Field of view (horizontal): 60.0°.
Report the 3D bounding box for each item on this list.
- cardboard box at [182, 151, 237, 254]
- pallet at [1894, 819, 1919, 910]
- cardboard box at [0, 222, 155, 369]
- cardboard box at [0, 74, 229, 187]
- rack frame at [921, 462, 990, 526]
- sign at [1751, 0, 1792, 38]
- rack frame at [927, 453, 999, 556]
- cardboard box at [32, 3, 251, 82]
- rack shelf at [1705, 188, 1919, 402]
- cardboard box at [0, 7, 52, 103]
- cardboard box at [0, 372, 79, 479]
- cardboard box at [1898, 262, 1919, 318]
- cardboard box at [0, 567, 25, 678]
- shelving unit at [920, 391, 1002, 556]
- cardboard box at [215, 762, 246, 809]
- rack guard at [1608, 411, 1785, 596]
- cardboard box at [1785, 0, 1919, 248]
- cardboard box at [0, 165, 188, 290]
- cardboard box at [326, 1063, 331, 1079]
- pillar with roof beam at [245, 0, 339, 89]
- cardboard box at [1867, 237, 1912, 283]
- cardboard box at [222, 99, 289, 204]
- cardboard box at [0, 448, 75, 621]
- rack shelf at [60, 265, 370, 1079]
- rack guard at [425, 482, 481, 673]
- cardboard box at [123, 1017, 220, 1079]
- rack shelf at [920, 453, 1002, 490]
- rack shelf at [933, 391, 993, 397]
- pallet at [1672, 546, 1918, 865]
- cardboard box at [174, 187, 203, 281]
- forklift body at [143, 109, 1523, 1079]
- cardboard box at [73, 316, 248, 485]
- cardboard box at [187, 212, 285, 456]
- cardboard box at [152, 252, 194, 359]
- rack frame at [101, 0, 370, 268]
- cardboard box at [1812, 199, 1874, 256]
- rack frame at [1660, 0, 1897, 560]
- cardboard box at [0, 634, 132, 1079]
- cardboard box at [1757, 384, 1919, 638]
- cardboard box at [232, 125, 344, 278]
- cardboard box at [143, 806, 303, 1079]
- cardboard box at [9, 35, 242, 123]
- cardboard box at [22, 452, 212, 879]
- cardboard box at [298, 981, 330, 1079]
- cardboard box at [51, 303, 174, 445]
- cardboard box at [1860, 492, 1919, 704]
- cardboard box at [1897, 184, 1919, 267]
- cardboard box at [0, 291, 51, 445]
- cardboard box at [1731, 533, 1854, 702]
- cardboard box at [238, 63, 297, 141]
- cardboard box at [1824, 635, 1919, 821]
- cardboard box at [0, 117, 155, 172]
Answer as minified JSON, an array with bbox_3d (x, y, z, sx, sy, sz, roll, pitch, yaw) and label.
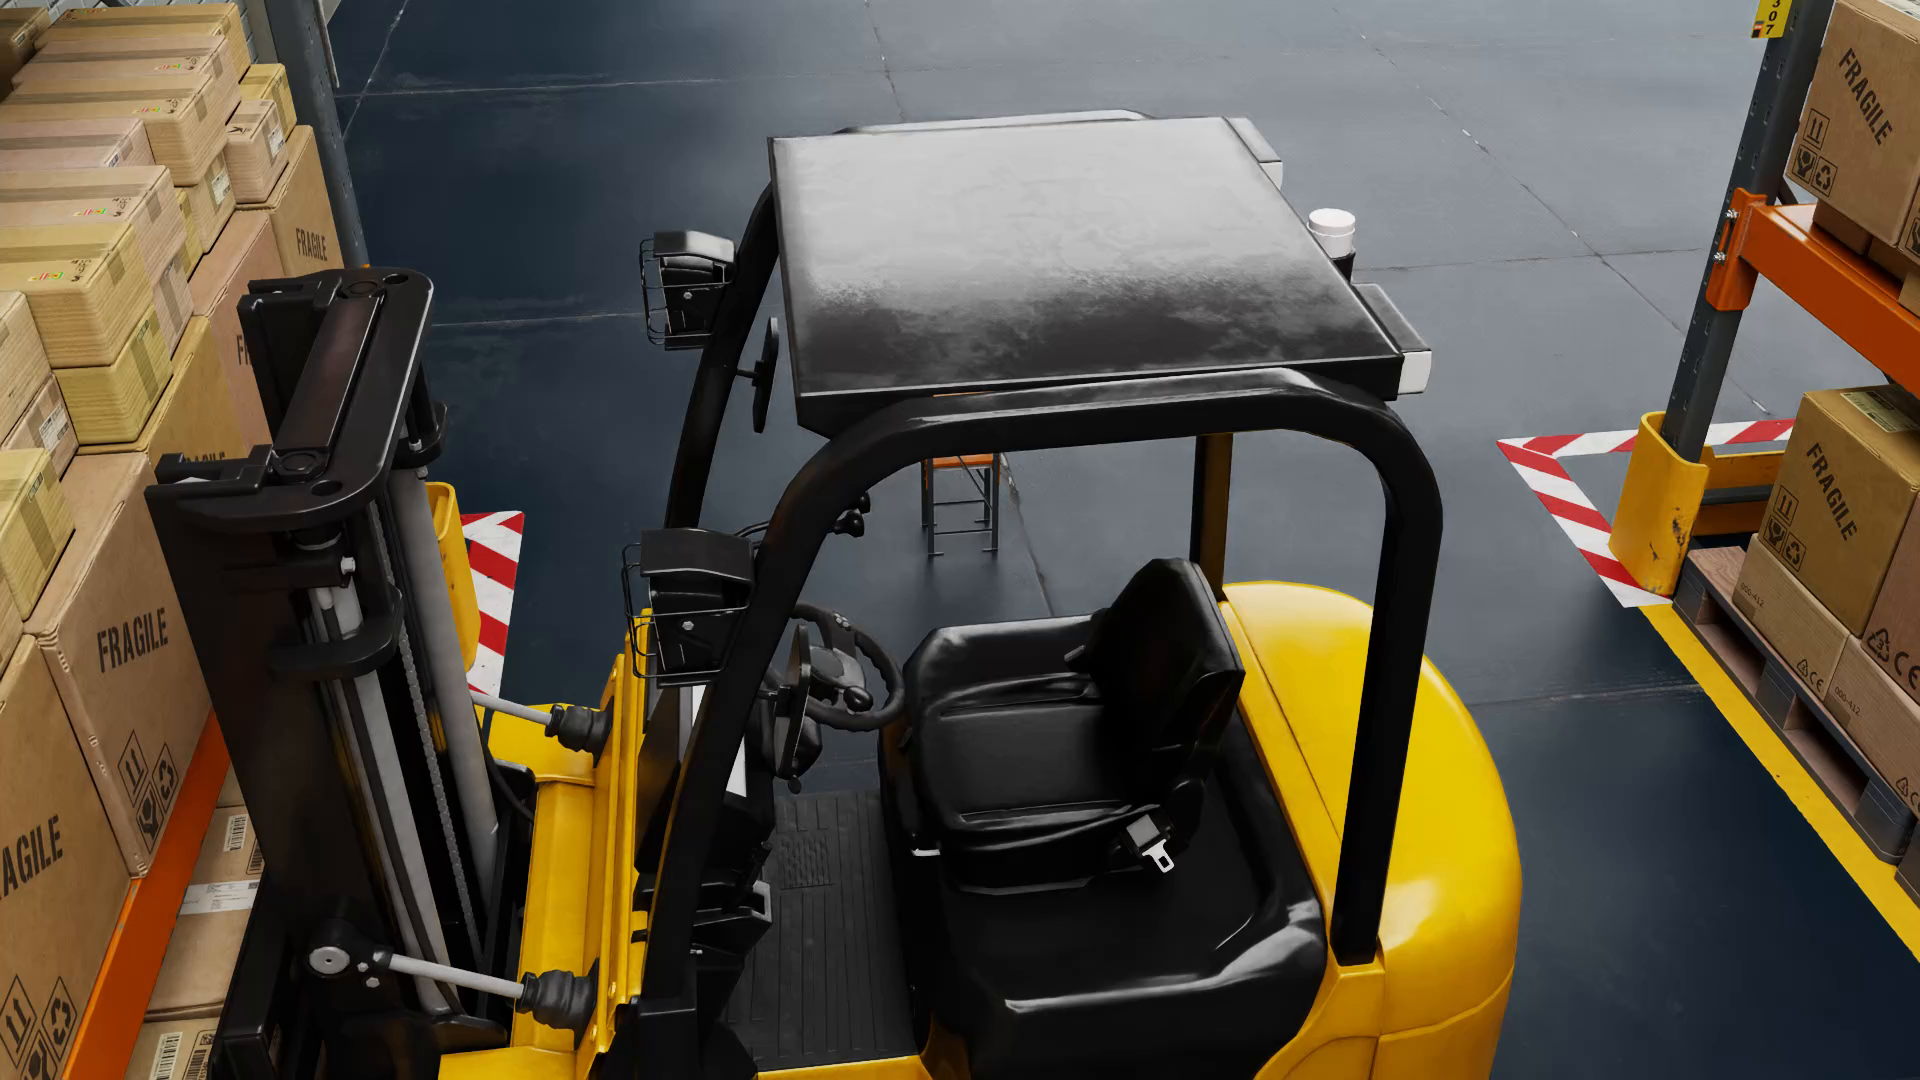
[{"bbox_3d":[-1.744,-0.703,3.454,0.380,0.149,0.250,-4,34,-5],"label":"cardboard box"},{"bbox_3d":[3.057,1.096,3.954,1.003,0.211,1.213,-4,35,-6],"label":"pallet"},{"bbox_3d":[-1.578,-0.400,2.744,0.380,0.149,0.250,-4,34,-5],"label":"cardboard box"},{"bbox_3d":[-1.723,-0.825,3.368,0.380,0.149,0.250,-4,34,-5],"label":"cardboard box"},{"bbox_3d":[-0.014,-0.555,5.499,0.240,1.200,0.006,-4,35,-6],"label":"rack frame"},{"bbox_3d":[2.274,-1.551,4.593,0.100,0.325,0.005,-4,35,-6],"label":"sign"},{"bbox_3d":[0.010,-0.453,5.349,0.240,1.200,0.006,-4,35,-6],"label":"rack frame"},{"bbox_3d":[-1.849,-1.104,3.778,0.380,0.149,0.250,-4,35,-6],"label":"cardboard box"},{"bbox_3d":[3.081,0.179,3.462,1.077,0.370,4.000,-4,35,-6],"label":"rack shelf"},{"bbox_3d":[-2.273,-1.085,3.749,0.380,0.149,0.250,-5,35,-7],"label":"cardboard box"},{"bbox_3d":[-1.641,-0.133,2.617,0.380,0.149,0.250,-5,35,-7],"label":"cardboard box"},{"bbox_3d":[2.656,-0.631,4.235,0.380,0.149,0.250,-5,35,-8],"label":"cardboard box"},{"bbox_3d":[-1.494,0.153,2.198,0.380,0.149,0.250,-5,35,-8],"label":"cardboard box"},{"bbox_3d":[-0.002,-0.504,5.424,0.258,1.200,0.189,-4,35,-6],"label":"shelving unit"},{"bbox_3d":[-1.583,0.492,3.545,0.500,0.250,0.500,-4,34,-6],"label":"cardboard box"},{"bbox_3d":[2.822,-0.159,5.539,1.175,0.500,0.348,-4,35,-6],"label":"rack guard"},{"bbox_3d":[2.601,-1.113,4.366,0.500,0.500,0.500,-5,35,-7],"label":"cardboard box"},{"bbox_3d":[-1.618,-0.544,2.955,0.380,0.149,0.250,-4,34,-5],"label":"cardboard box"},{"bbox_3d":[-1.522,1.191,3.407,0.500,0.250,0.500,-3,34,-5],"label":"cardboard box"},{"bbox_3d":[0.553,-6.552,7.374,9.100,9.000,0.400,-4,35,-6],"label":"pillar with roof beam"},{"bbox_3d":[2.701,-0.785,4.461,0.380,0.149,0.250,-4,34,-6],"label":"cardboard box"},{"bbox_3d":[-1.718,-0.853,3.673,0.380,0.149,0.250,-4,34,-6],"label":"cardboard box"},{"bbox_3d":[-1.539,0.005,2.415,0.380,0.149,0.250,-5,35,-7],"label":"cardboard box"},{"bbox_3d":[-1.837,0.557,2.907,1.077,0.370,4.000,-4,35,-6],"label":"rack shelf"},{"bbox_3d":[-2.109,0.164,5.066,1.175,0.500,0.348,-4,35,-6],"label":"rack guard"},{"bbox_3d":[-1.459,1.069,2.698,0.500,0.250,0.500,-3,34,-5],"label":"cardboard box"},{"bbox_3d":[-0.002,-0.269,5.584,0.258,0.103,0.180,-4,35,-6],"label":"rack shelf"},{"bbox_3d":[-0.002,-0.467,5.449,0.258,0.103,0.180,-4,35,-6],"label":"rack shelf"},{"bbox_3d":[2.896,0.417,4.951,1.003,0.211,1.213,-4,35,-6],"label":"pallet"},{"bbox_3d":[-1.722,-0.564,3.249,0.380,0.149,0.250,-5,35,-7],"label":"cardboard box"},{"bbox_3d":[-0.043,0.415,3.231,2.313,2.155,1.214,-4,35,-6],"label":"forklift body"},{"bbox_3d":[-1.650,-0.066,3.095,0.500,0.500,0.500,-5,35,-7],"label":"cardboard box"},{"bbox_3d":[-1.719,-0.352,3.515,0.500,0.500,0.500,-3,34,-5],"label":"cardboard box"},{"bbox_3d":[-1.639,-0.419,3.036,0.380,0.149,0.250,-5,35,-8],"label":"cardboard box"},{"bbox_3d":[-2.106,-0.856,4.342,1.000,3.000,0.127,-4,35,-6],"label":"rack frame"},{"bbox_3d":[2.653,-0.925,4.667,0.380,0.149,0.250,-4,35,-6],"label":"cardboard box"},{"bbox_3d":[2.812,-1.234,4.897,1.000,3.000,0.127,-4,35,-6],"label":"rack frame"},{"bbox_3d":[-1.525,0.496,2.270,0.500,0.500,0.500,-5,35,-7],"label":"cardboard box"},{"bbox_3d":[2.650,-0.097,4.631,0.500,0.500,0.500,-5,35,-8],"label":"cardboard box"},{"bbox_3d":[-1.780,-0.643,3.940,0.500,0.500,0.500,-5,35,-7],"label":"cardboard box"},{"bbox_3d":[-1.522,0.776,3.129,0.500,0.250,0.500,-5,35,-7],"label":"cardboard box"},{"bbox_3d":[-1.785,-0.969,3.579,0.380,0.149,0.250,-4,35,-6],"label":"cardboard box"},{"bbox_3d":[-1.571,0.213,2.685,0.500,0.500,0.500,-4,34,-6],"label":"cardboard box"},{"bbox_3d":[-1.520,0.995,3.251,0.500,0.250,0.500,-4,35,-7],"label":"cardboard box"},{"bbox_3d":[-1.585,-0.279,2.831,0.380,0.149,0.250,-4,34,-6],"label":"cardboard box"},{"bbox_3d":[2.725,0.195,4.204,0.500,0.500,0.500,-6,35,-8],"label":"cardboard box"},{"bbox_3d":[2.674,-0.824,3.943,0.500,0.500,0.500,-3,34,-5],"label":"cardboard box"},{"bbox_3d":[-1.637,-0.249,2.523,0.380,0.149,0.250,-4,34,-6],"label":"cardboard box"},{"bbox_3d":[2.646,0.200,4.862,0.500,0.250,0.500,-5,35,-7],"label":"cardboard box"},{"bbox_3d":[-1.782,-0.993,3.879,0.380,0.149,0.250,-4,34,-6],"label":"cardboard box"},{"bbox_3d":[2.708,0.485,4.443,0.500,0.250,0.500,-3,34,-5],"label":"cardboard box"},{"bbox_3d":[-1.763,-0.681,3.156,0.380,0.149,0.250,-4,34,-6],"label":"cardboard box"}]
